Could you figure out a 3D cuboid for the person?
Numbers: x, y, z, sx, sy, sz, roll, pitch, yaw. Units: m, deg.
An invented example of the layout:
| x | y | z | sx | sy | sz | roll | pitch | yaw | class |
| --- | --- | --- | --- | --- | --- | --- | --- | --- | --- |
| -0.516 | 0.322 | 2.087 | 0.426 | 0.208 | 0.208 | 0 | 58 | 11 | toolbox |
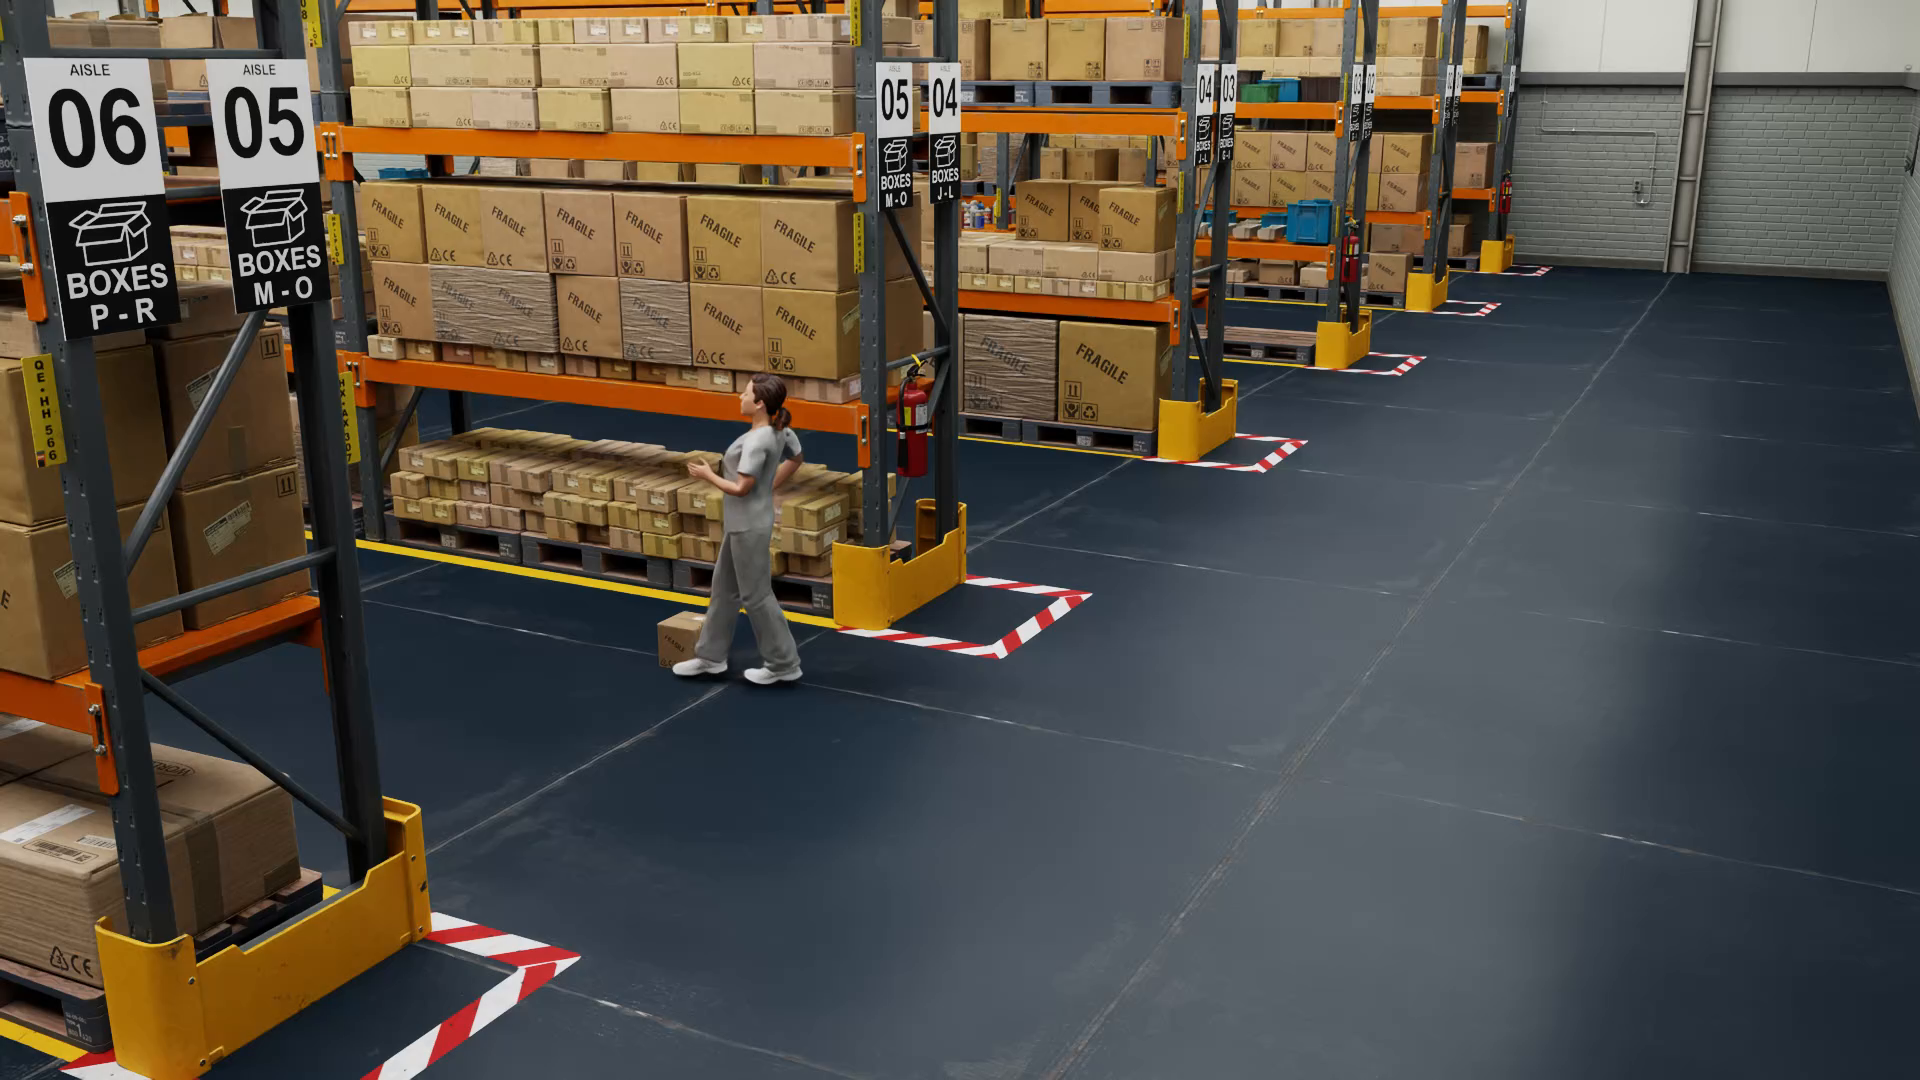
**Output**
| x | y | z | sx | sy | sz | roll | pitch | yaw | class |
| --- | --- | --- | --- | --- | --- | --- | --- | --- | --- |
| -1.193 | -0.055 | 8.658 | 0.718 | 1.655 | 0.595 | 1 | 16 | 2 | person |
